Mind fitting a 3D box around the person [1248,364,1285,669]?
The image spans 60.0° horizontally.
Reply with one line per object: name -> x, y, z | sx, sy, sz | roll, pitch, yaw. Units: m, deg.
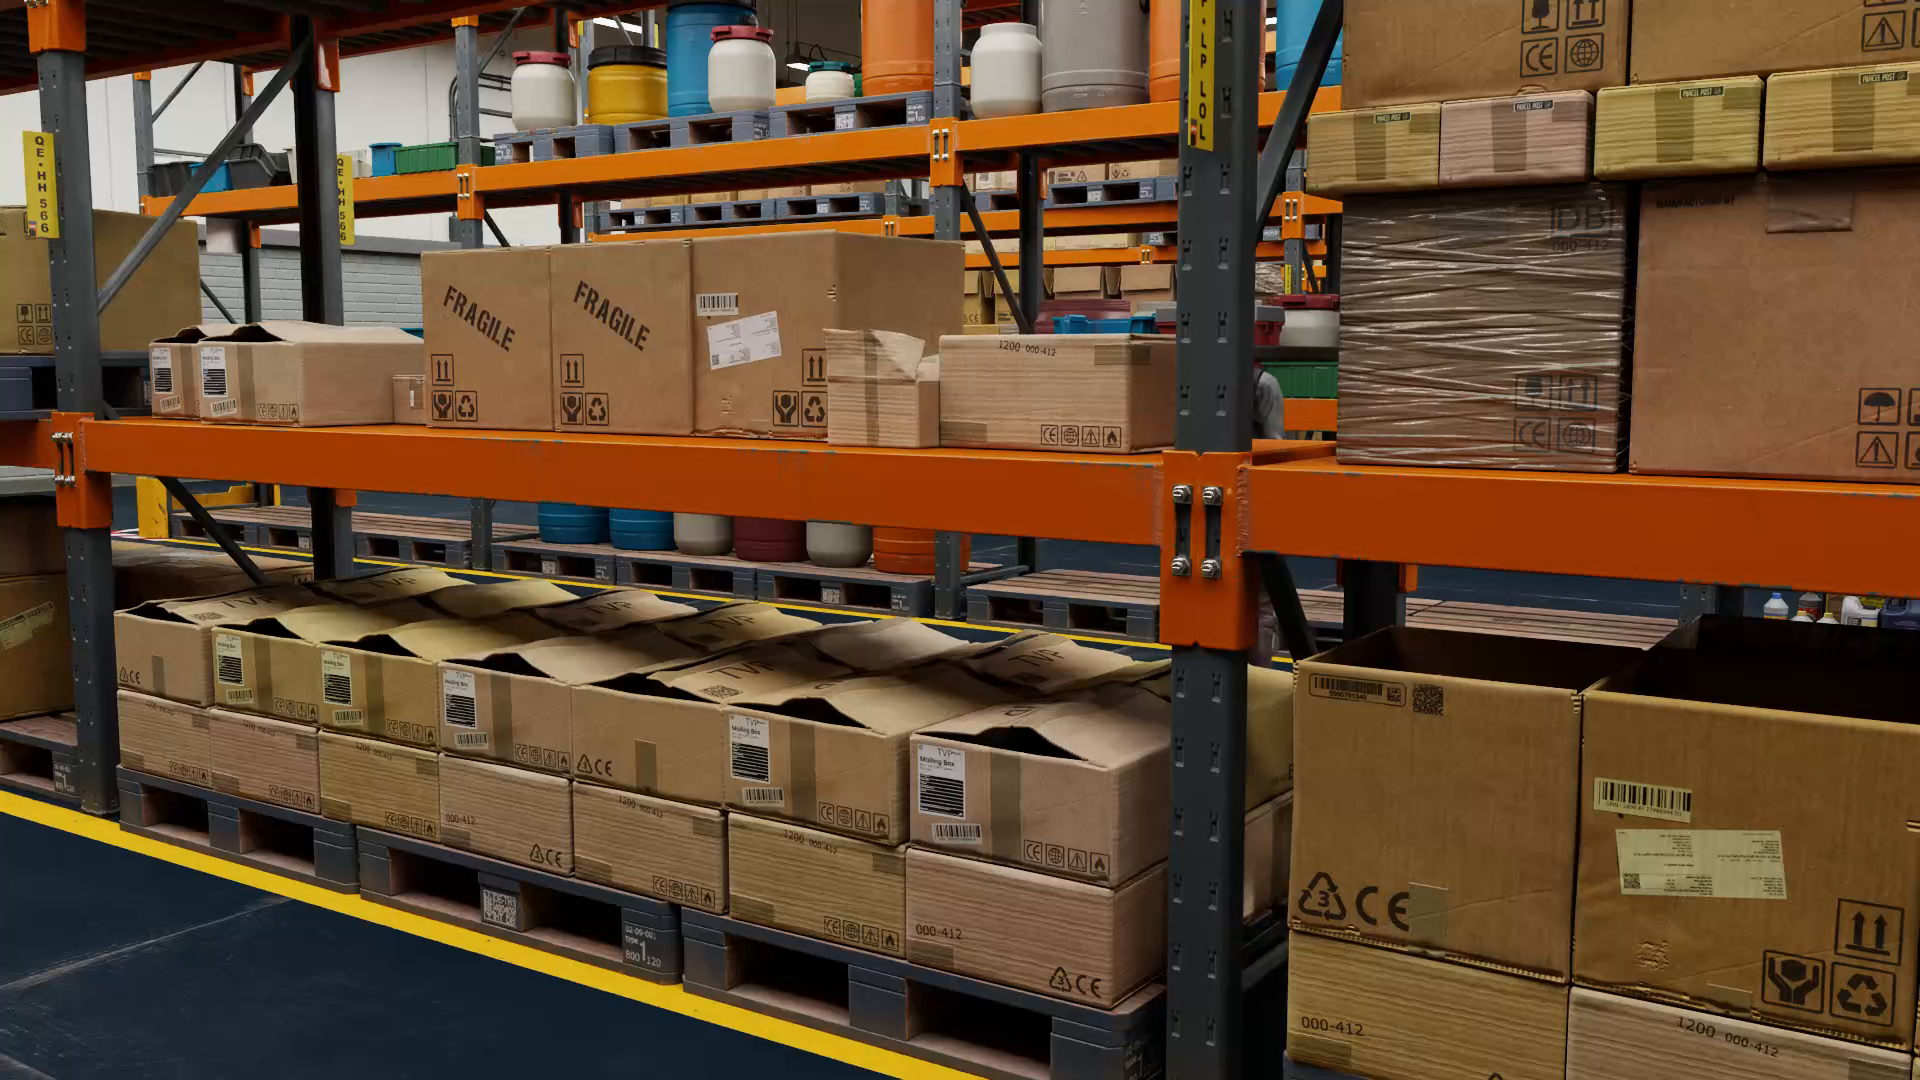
person -> 1.049, -0.093, 6.708 | 0.553, 1.727, 0.435 | 4, 7, 32
